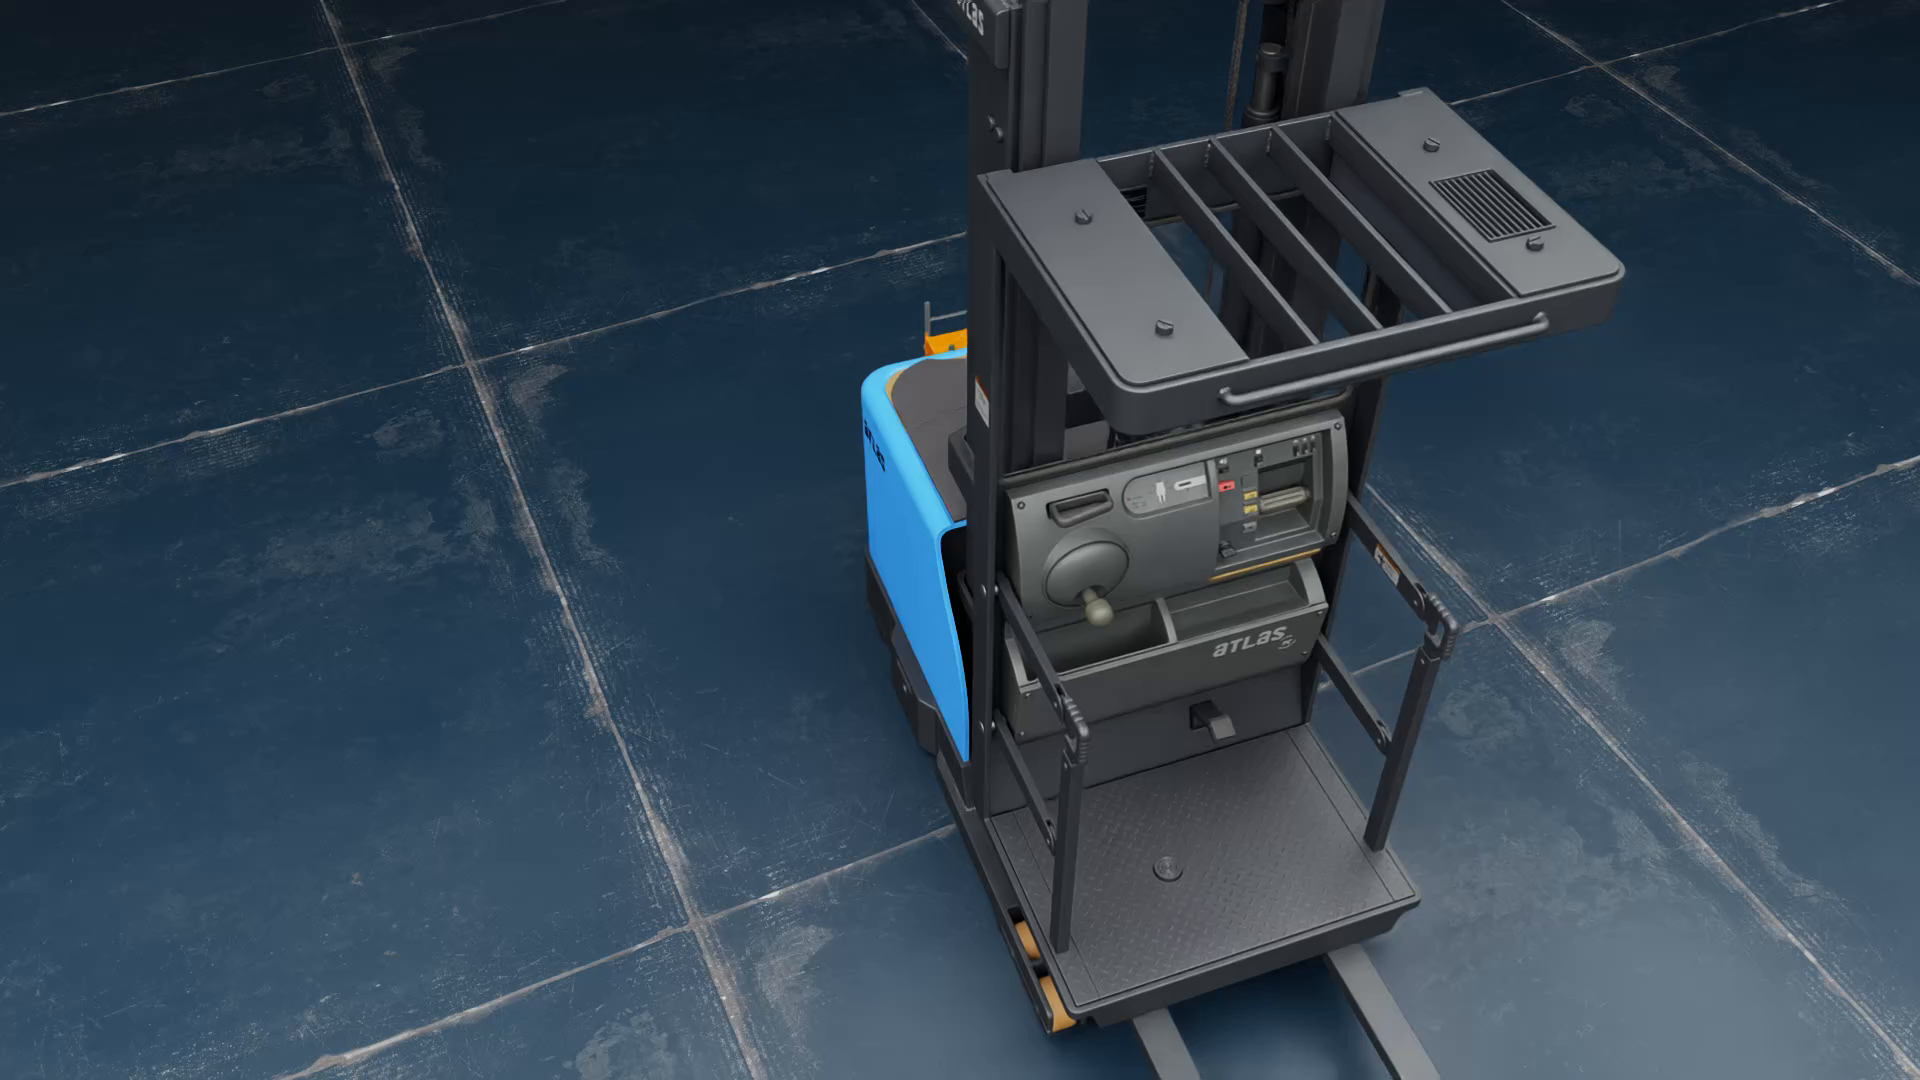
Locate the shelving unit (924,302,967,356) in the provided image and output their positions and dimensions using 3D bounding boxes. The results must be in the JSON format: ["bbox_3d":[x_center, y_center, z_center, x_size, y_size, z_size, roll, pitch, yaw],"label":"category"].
[{"bbox_3d":[0.017,-0.361,5.868,0.215,1.050,0.252,-14,46,-14],"label":"shelving unit"}]

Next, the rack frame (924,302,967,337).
[{"bbox_3d":[-0.024,-0.442,5.950,0.200,1.050,0.008,-14,46,-14],"label":"rack frame"}]

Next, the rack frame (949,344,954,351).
[{"bbox_3d":[0.058,-0.280,5.786,0.200,1.050,0.008,-14,46,-14],"label":"rack frame"}]

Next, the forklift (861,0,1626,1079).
[{"bbox_3d":[0.647,0.040,4.122,1.130,2.935,3.031,-14,46,-14],"label":"forklift"}]

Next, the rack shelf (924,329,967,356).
[{"bbox_3d":[0.017,-0.555,5.676,0.215,0.259,0.240,-14,46,-14],"label":"rack shelf"}]
